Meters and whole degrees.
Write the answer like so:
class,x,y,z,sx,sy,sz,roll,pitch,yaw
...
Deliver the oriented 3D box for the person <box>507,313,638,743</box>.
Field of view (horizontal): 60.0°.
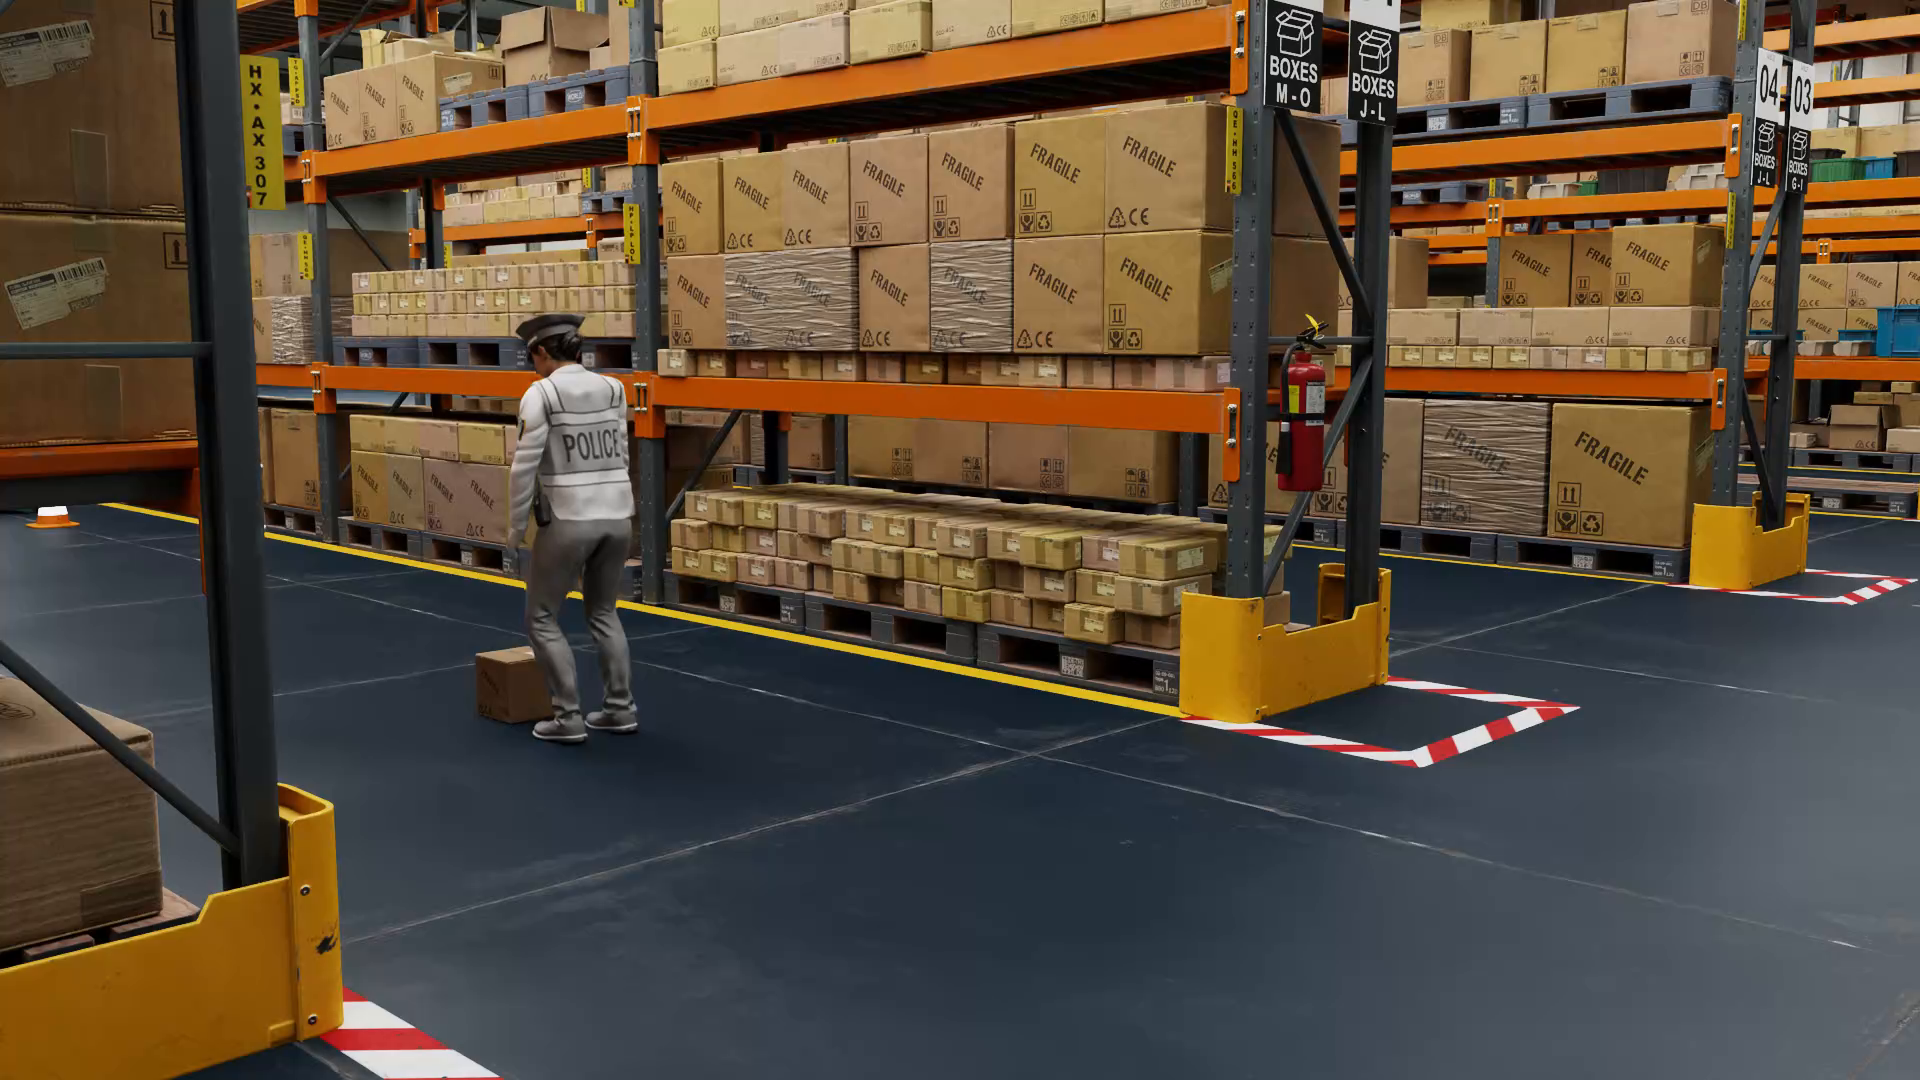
class,x,y,z,sx,sy,sz,roll,pitch,yaw
person,-1.482,-0.046,6.331,0.500,1.626,0.446,-7,10,-44
